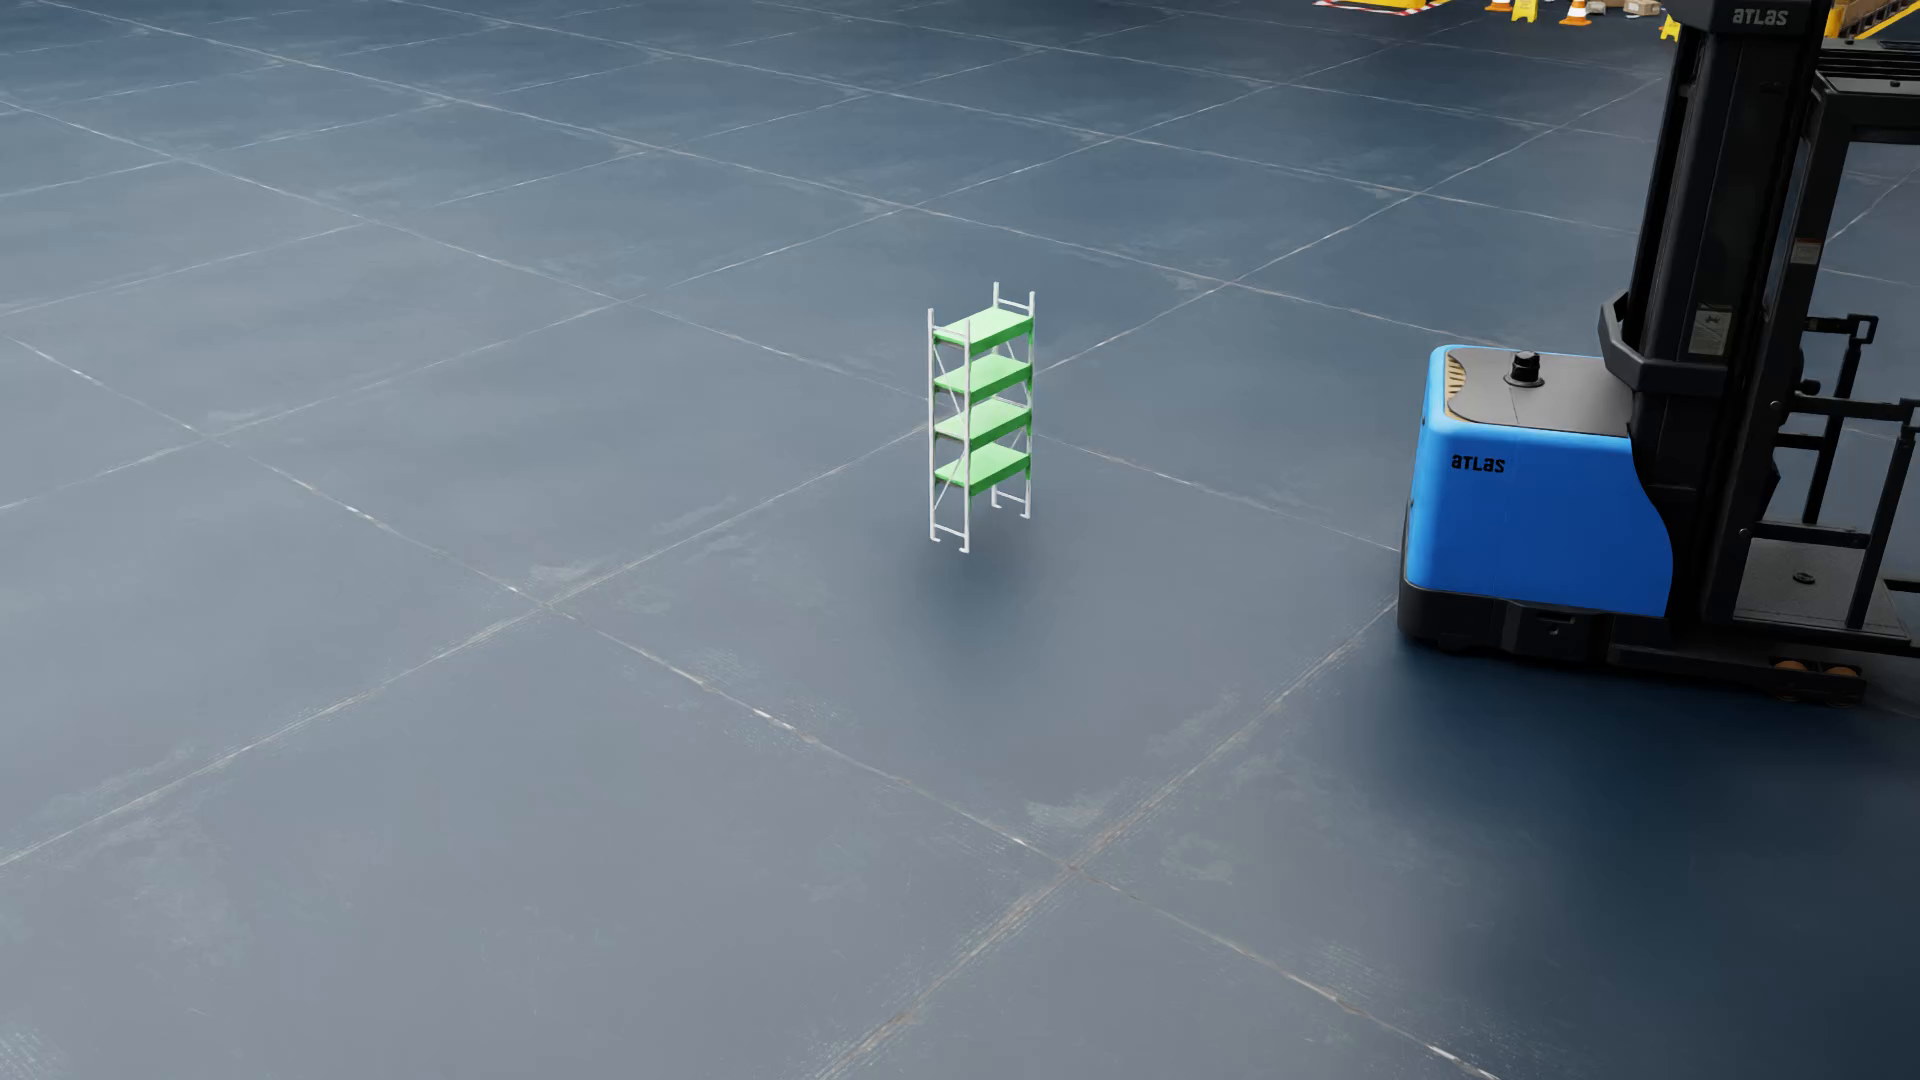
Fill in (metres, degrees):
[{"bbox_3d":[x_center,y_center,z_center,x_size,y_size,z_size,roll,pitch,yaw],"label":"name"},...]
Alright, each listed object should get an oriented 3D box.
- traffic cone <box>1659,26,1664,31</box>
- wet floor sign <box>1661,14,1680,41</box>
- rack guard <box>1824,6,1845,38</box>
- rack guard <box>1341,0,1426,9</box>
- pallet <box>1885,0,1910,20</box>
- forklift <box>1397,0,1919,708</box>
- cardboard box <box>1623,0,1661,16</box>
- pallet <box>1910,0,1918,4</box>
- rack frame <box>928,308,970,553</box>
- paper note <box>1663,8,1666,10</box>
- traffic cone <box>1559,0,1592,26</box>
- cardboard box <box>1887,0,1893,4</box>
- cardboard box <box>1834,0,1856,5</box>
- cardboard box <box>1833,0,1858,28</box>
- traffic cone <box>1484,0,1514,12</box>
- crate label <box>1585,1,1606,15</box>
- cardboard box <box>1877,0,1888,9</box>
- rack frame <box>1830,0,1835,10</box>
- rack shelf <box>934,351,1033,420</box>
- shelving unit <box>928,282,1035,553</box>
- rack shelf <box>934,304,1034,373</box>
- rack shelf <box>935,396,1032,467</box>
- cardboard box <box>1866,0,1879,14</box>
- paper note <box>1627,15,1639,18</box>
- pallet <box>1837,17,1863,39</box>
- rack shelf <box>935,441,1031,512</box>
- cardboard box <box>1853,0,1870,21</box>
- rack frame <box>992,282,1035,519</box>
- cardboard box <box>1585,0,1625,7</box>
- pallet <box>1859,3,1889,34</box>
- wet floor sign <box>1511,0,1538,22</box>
[{"bbox_3d":[8.727,-6.433,20.182,0.336,0.463,0.334,21,34,34],"label":"traffic cone"},{"bbox_3d":[8.502,-6.230,19.591,0.232,0.644,0.267,-15,31,-27],"label":"wet floor sign"},{"bbox_3d":[9.497,-5.947,19.202,1.175,0.500,0.348,21,34,34],"label":"rack guard"},{"bbox_3d":[5.550,-7.323,21.861,1.175,0.500,0.348,21,34,34],"label":"rack guard"},{"bbox_3d":[11.593,-6.962,21.477,1.003,0.211,1.213,21,34,34],"label":"pallet"},{"bbox_3d":[3.510,-0.876,6.753,3.031,2.935,1.130,7,28,13],"label":"forklift"},{"bbox_3d":[8.724,-6.819,21.270,0.250,0.149,0.380,-10,29,-18],"label":"cardboard box"},{"bbox_3d":[12.487,-7.487,22.492,1.003,0.211,1.213,21,34,34],"label":"pallet"},{"bbox_3d":[-0.050,-0.505,7.921,0.240,1.200,0.015,21,34,34],"label":"rack frame"},{"bbox_3d":[9.170,-6.881,21.530,0.142,0.019,0.148,-15,31,-27],"label":"paper note"},{"bbox_3d":[7.654,-6.637,20.576,0.336,0.463,0.334,21,34,34],"label":"traffic cone"},{"bbox_3d":[11.494,-6.934,20.925,0.500,0.250,0.500,20,33,33],"label":"cardboard box"},{"bbox_3d":[10.190,-6.543,19.352,0.500,0.500,0.500,19,33,33],"label":"cardboard box"},{"bbox_3d":[10.175,-6.201,19.508,0.500,0.250,0.500,20,34,34],"label":"cardboard box"},{"bbox_3d":[6.999,-7.088,21.447,0.336,0.463,0.334,21,34,34],"label":"traffic cone"},{"bbox_3d":[8.106,-6.789,21.225,0.250,0.136,0.298,4,28,8],"label":"crate label"},{"bbox_3d":[11.167,-6.755,20.579,0.500,0.250,0.500,21,34,35],"label":"cardboard box"},{"bbox_3d":[9.449,-7.030,18.576,1.000,3.000,0.127,21,34,34],"label":"rack frame"},{"bbox_3d":[0.105,-0.748,8.007,0.258,0.148,0.480,21,34,34],"label":"rack shelf"},{"bbox_3d":[0.105,-0.592,8.088,0.258,1.200,0.503,21,34,34],"label":"shelving unit"},{"bbox_3d":[0.105,-0.961,7.897,0.258,0.148,0.480,21,34,34],"label":"rack shelf"},{"bbox_3d":[0.105,-0.535,8.117,0.258,0.148,0.480,21,34,34],"label":"rack shelf"},{"bbox_3d":[10.843,-6.577,20.234,0.500,0.250,0.500,24,35,38],"label":"cardboard box"},{"bbox_3d":[8.514,-6.629,21.030,0.148,0.019,0.142,9,29,17],"label":"paper note"},{"bbox_3d":[10.041,-6.097,19.805,1.003,0.211,1.213,21,34,34],"label":"pallet"},{"bbox_3d":[0.105,-0.322,8.227,0.258,0.148,0.480,21,34,34],"label":"rack shelf"},{"bbox_3d":[10.506,-6.380,19.853,0.500,0.250,0.500,22,35,36],"label":"cardboard box"},{"bbox_3d":[0.261,-0.678,8.255,0.240,1.200,0.015,21,34,34],"label":"rack frame"},{"bbox_3d":[8.613,-7.284,21.783,0.797,0.503,0.637,0,27,0],"label":"cardboard box"},{"bbox_3d":[10.818,-6.527,20.638,1.003,0.211,1.213,21,34,34],"label":"pallet"},{"bbox_3d":[7.075,-6.807,20.705,0.267,0.644,0.232,15,31,26],"label":"wet floor sign"}]
